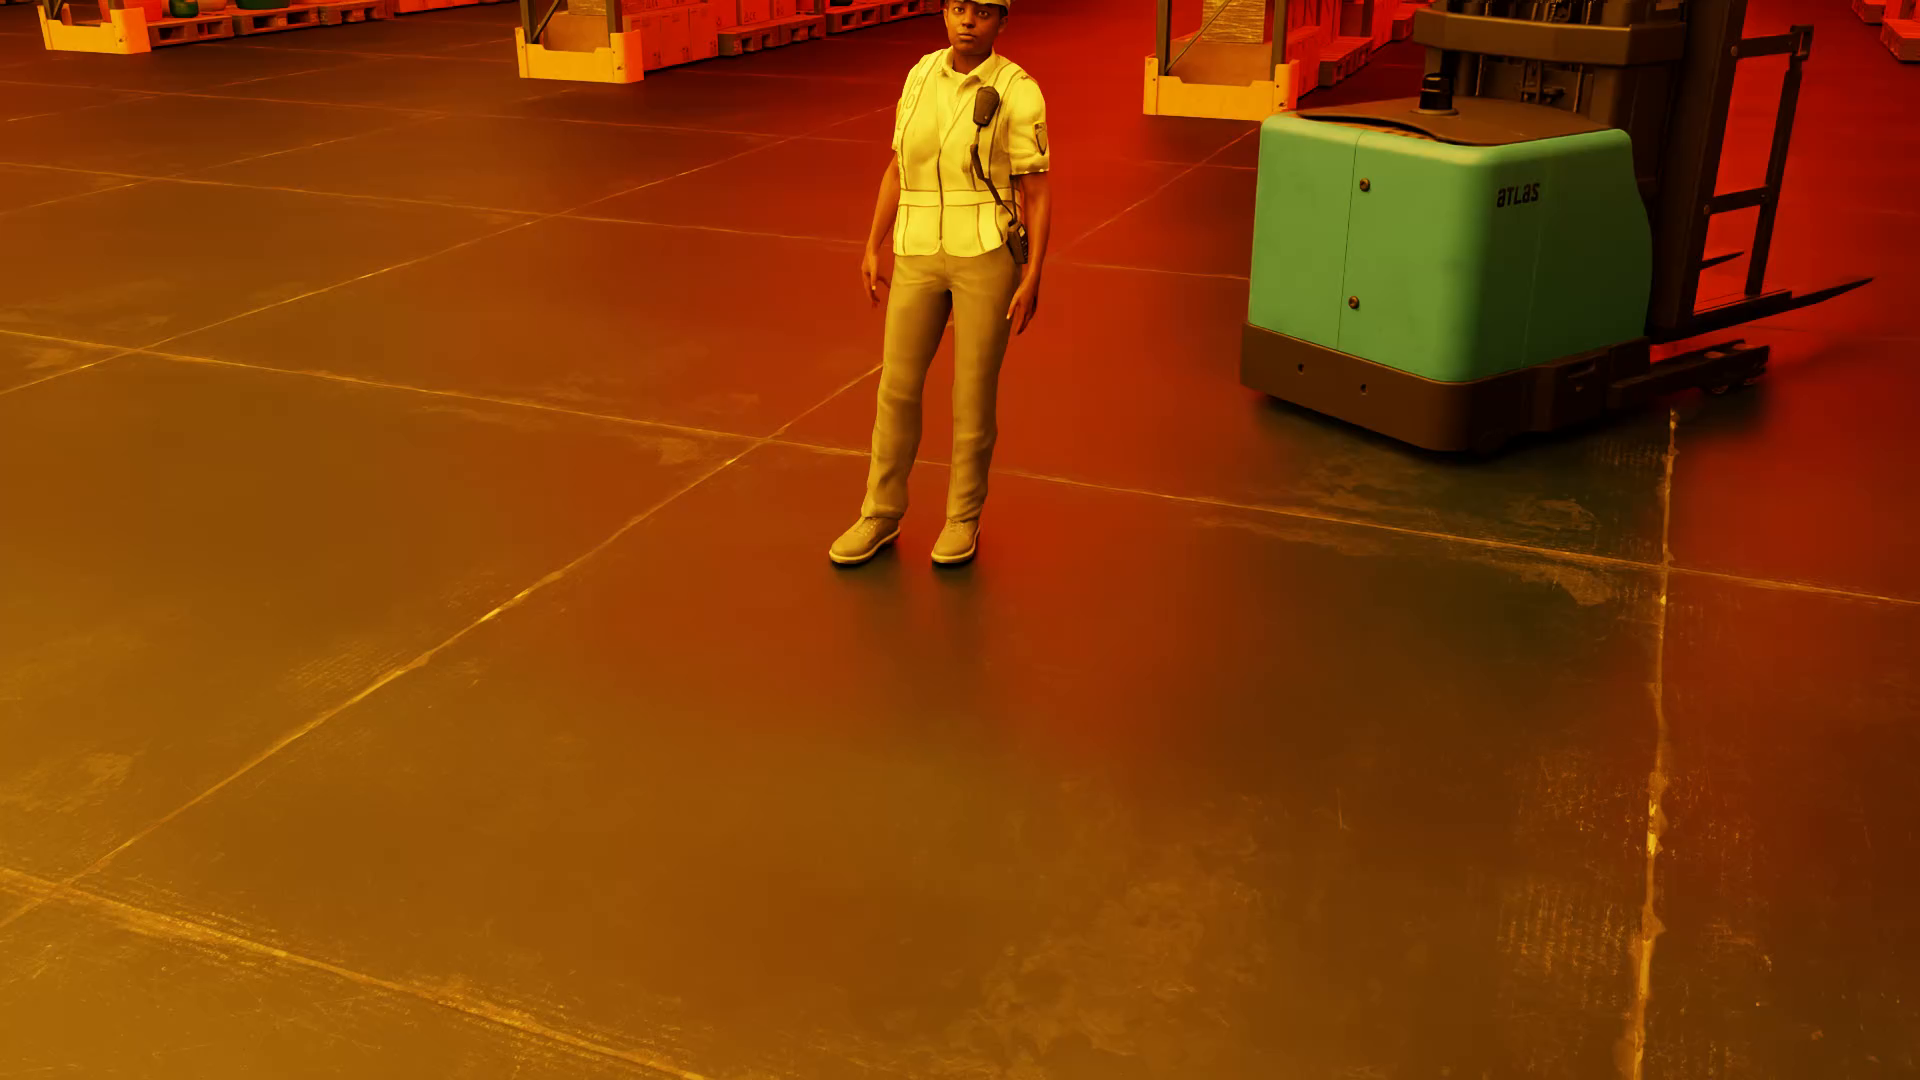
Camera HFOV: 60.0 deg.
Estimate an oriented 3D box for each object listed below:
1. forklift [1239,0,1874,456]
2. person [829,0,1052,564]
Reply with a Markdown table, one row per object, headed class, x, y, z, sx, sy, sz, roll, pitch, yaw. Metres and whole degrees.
| class | x | y | z | sx | sy | sz | roll | pitch | yaw |
| --- | --- | --- | --- | --- | --- | --- | --- | --- | --- |
| forklift | 2.566 | -2.068 | 6.239 | 3.031 | 2.935 | 1.130 | -15 | 27 | -32 |
| person | -0.047 | -0.765 | 4.707 | 0.569 | 1.695 | 0.530 | 9 | 24 | 21 |
